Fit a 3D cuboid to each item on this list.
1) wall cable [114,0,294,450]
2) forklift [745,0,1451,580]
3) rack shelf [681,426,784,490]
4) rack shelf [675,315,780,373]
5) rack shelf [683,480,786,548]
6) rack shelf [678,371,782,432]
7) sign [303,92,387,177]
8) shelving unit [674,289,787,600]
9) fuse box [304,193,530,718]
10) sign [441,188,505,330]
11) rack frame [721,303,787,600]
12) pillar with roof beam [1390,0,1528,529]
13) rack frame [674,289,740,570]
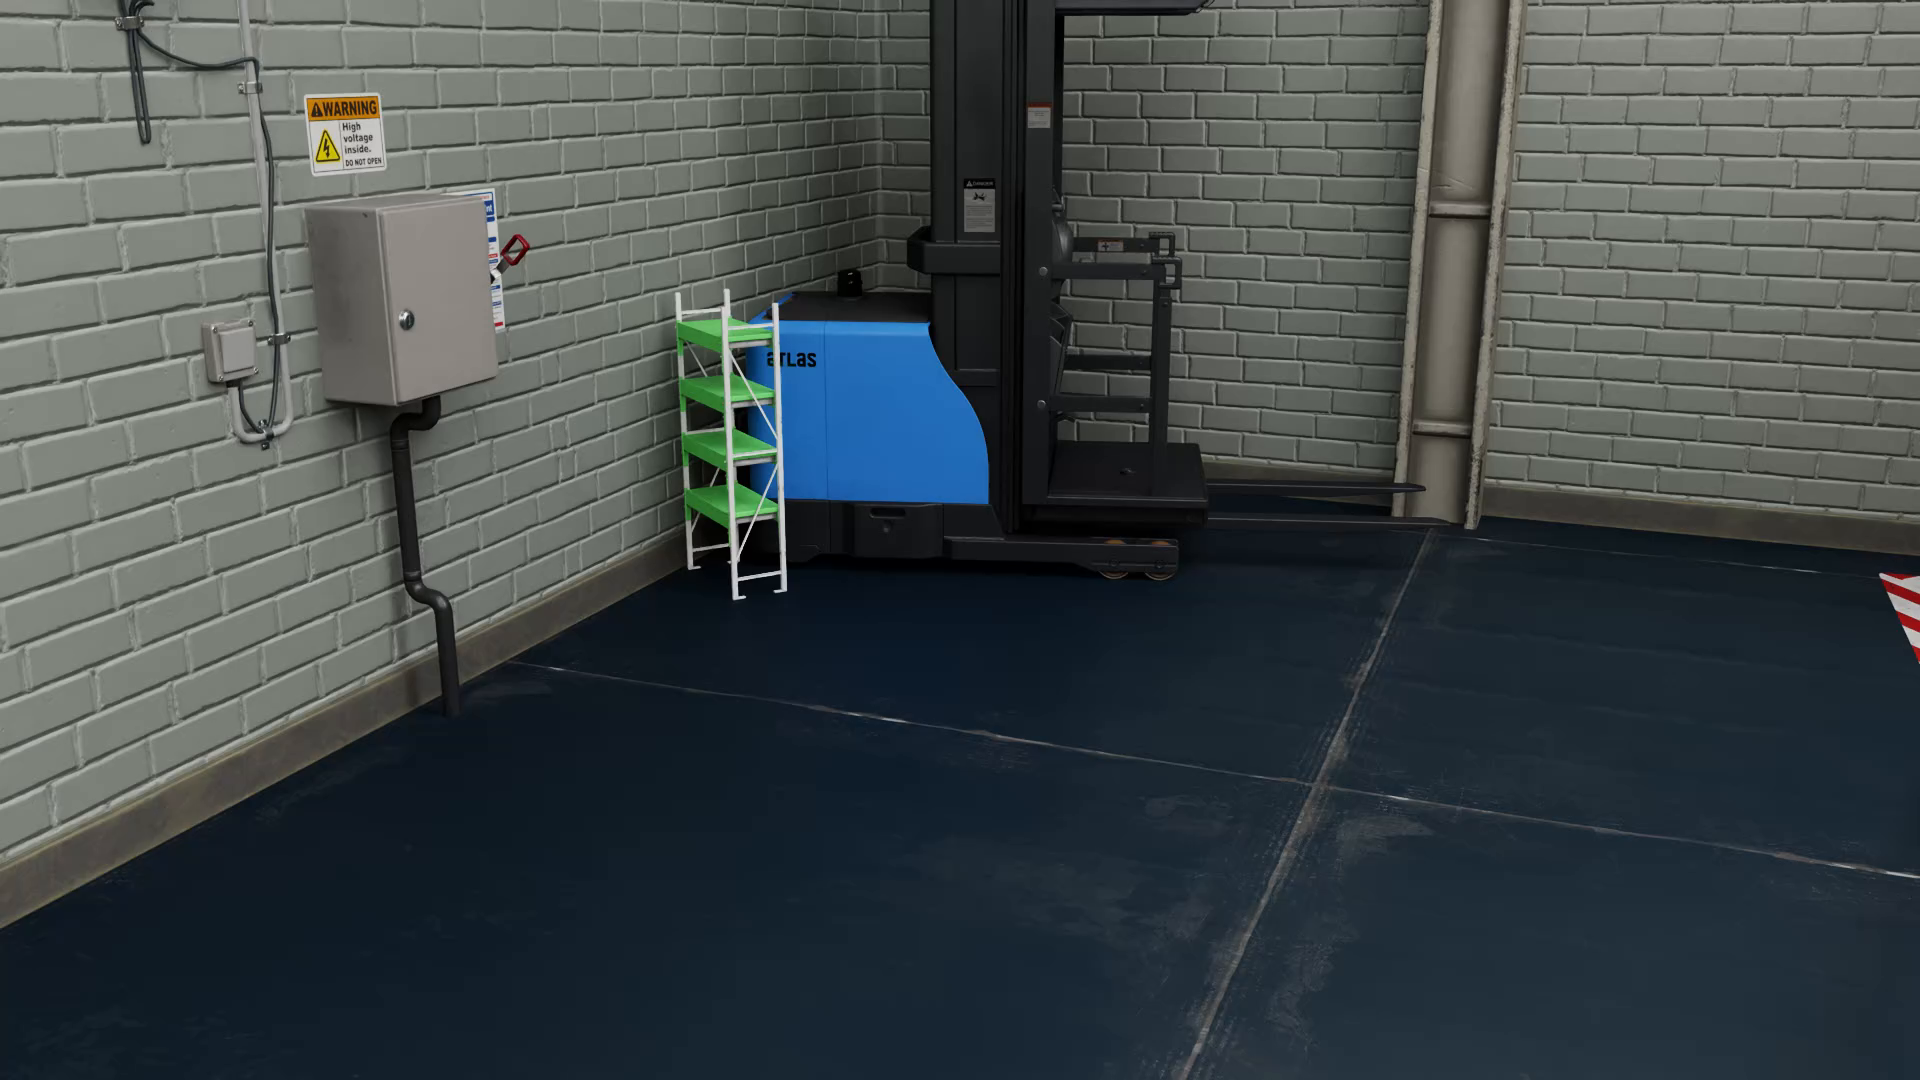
[{"bbox_3d":[-2.080,-1.180,4.536,0.122,1.984,0.588,6,17,21],"label":"wall cable"},{"bbox_3d":[0.620,-1.391,7.208,3.031,2.935,1.130,2,16,5],"label":"forklift"},{"bbox_3d":[-0.954,-0.345,6.940,0.258,0.148,0.480,-9,19,-29],"label":"rack shelf"},{"bbox_3d":[-0.954,-0.806,6.806,0.258,0.148,0.480,-9,19,-29],"label":"rack shelf"},{"bbox_3d":[-0.954,-0.115,7.007,0.258,0.148,0.480,-9,19,-29],"label":"rack shelf"},{"bbox_3d":[-0.954,-0.576,6.873,0.258,0.148,0.480,-9,19,-29],"label":"rack shelf"},{"bbox_3d":[-1.896,-1.257,5.141,0.001,0.242,0.339,6,17,21],"label":"sign"},{"bbox_3d":[-0.954,-0.407,6.922,0.258,1.200,0.503,-9,19,-29],"label":"shelving unit"},{"bbox_3d":[-1.683,-0.234,5.412,0.414,1.711,0.539,6,17,21],"label":"fuse box"},{"bbox_3d":[-1.695,-0.957,5.760,0.001,0.494,0.329,6,17,21],"label":"sign"},{"bbox_3d":[-0.829,-0.348,6.721,0.240,1.200,0.015,-9,19,-29],"label":"rack frame"},{"bbox_3d":[0.725,-3.314,2.950,0.400,9.000,9.100,6,17,21],"label":"pillar with roof beam"},{"bbox_3d":[-1.079,-0.465,7.124,0.240,1.200,0.015,-9,19,-29],"label":"rack frame"}]
